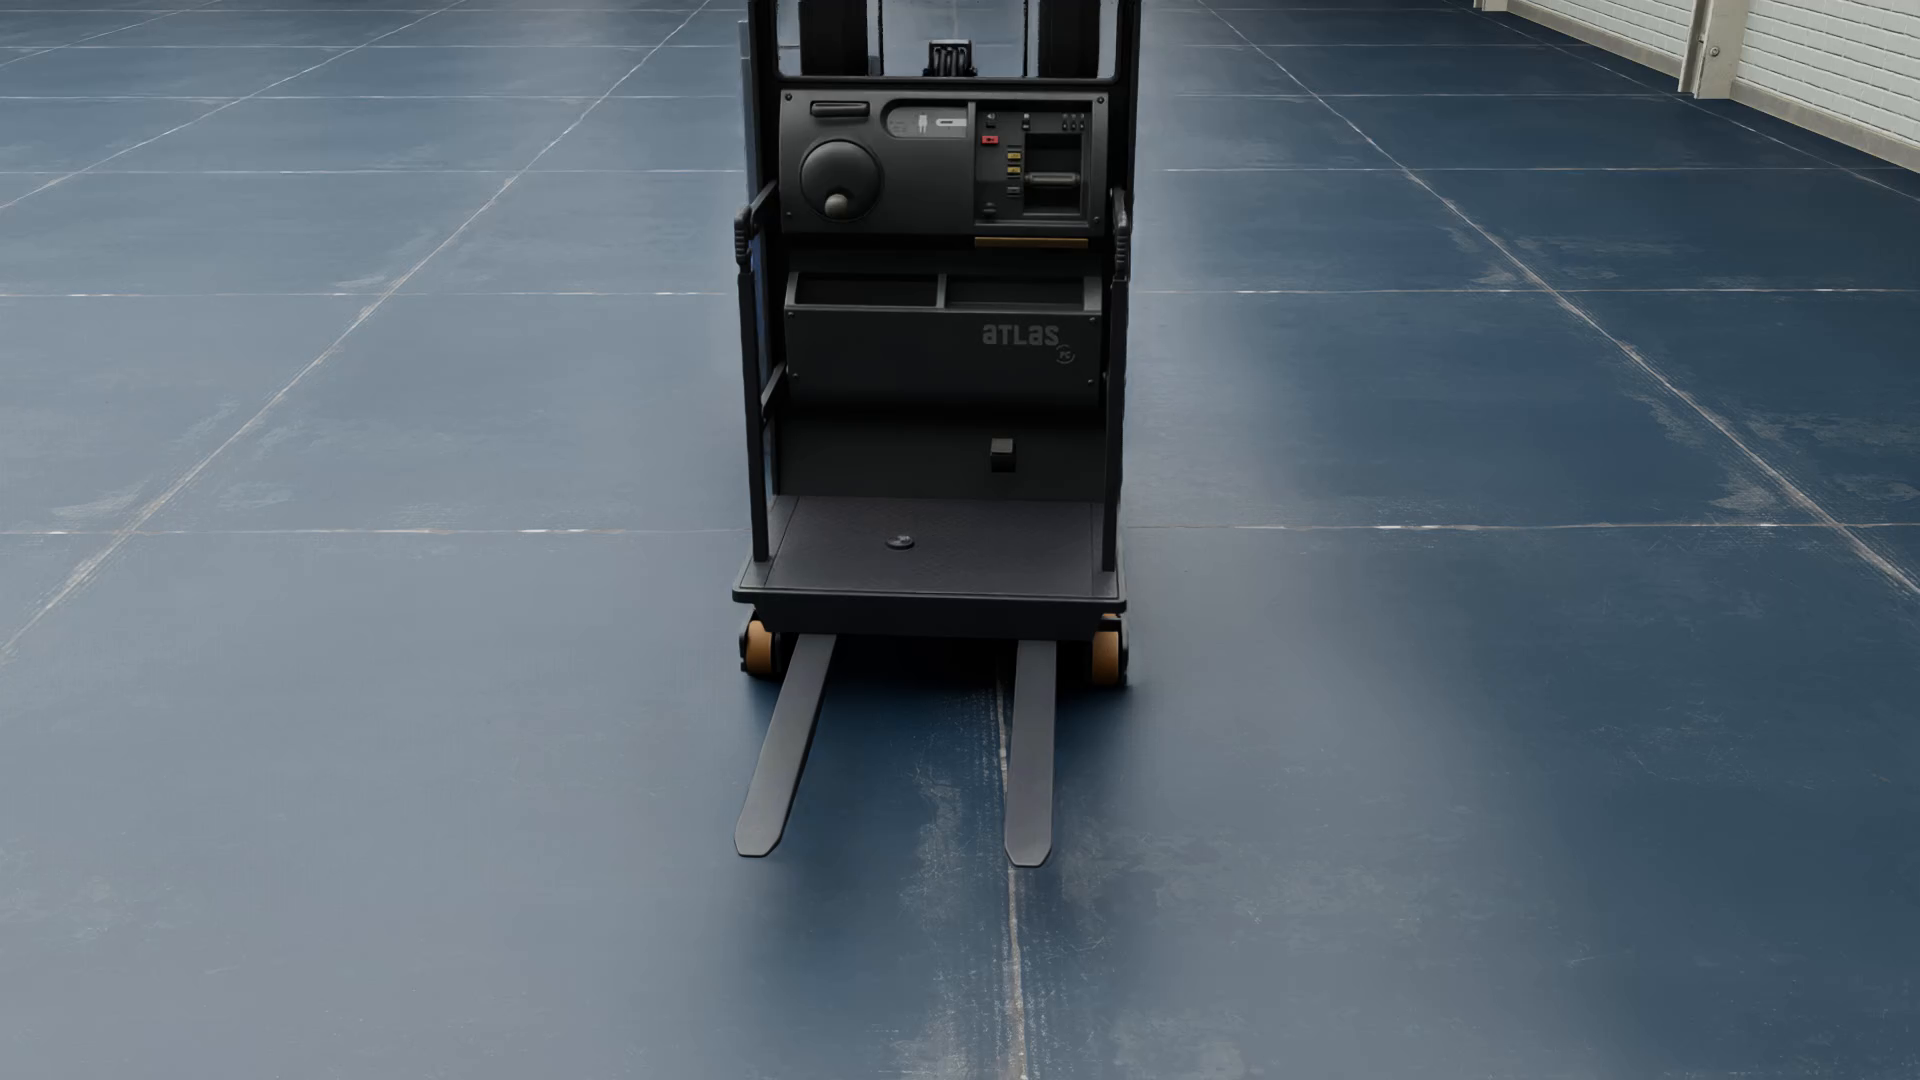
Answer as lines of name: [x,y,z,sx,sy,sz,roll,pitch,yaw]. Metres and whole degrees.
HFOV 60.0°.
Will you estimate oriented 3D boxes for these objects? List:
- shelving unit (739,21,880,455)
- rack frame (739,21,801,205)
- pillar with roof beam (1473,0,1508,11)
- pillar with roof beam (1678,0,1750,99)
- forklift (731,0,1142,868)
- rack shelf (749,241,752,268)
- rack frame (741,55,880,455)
shelving unit: [-0.592,-1.242,6.676,0.538,1.500,1.048,-3,25,-7]
rack frame: [-0.657,-1.450,7.135,0.500,1.500,0.032,-3,25,-7]
pillar with roof beam: [1.946,-10.330,17.670,9.100,9.000,0.400,0,24,-1]
pillar with roof beam: [2.012,-7.858,12.204,9.100,9.000,0.400,0,24,-1]
forklift: [-0.059,-1.051,4.517,1.130,2.935,3.031,2,24,3]
rack shelf: [-0.592,-1.078,6.750,0.538,0.185,1.000,-3,25,-7]
rack frame: [-0.526,-1.034,6.217,0.500,1.500,0.032,-3,25,-7]
